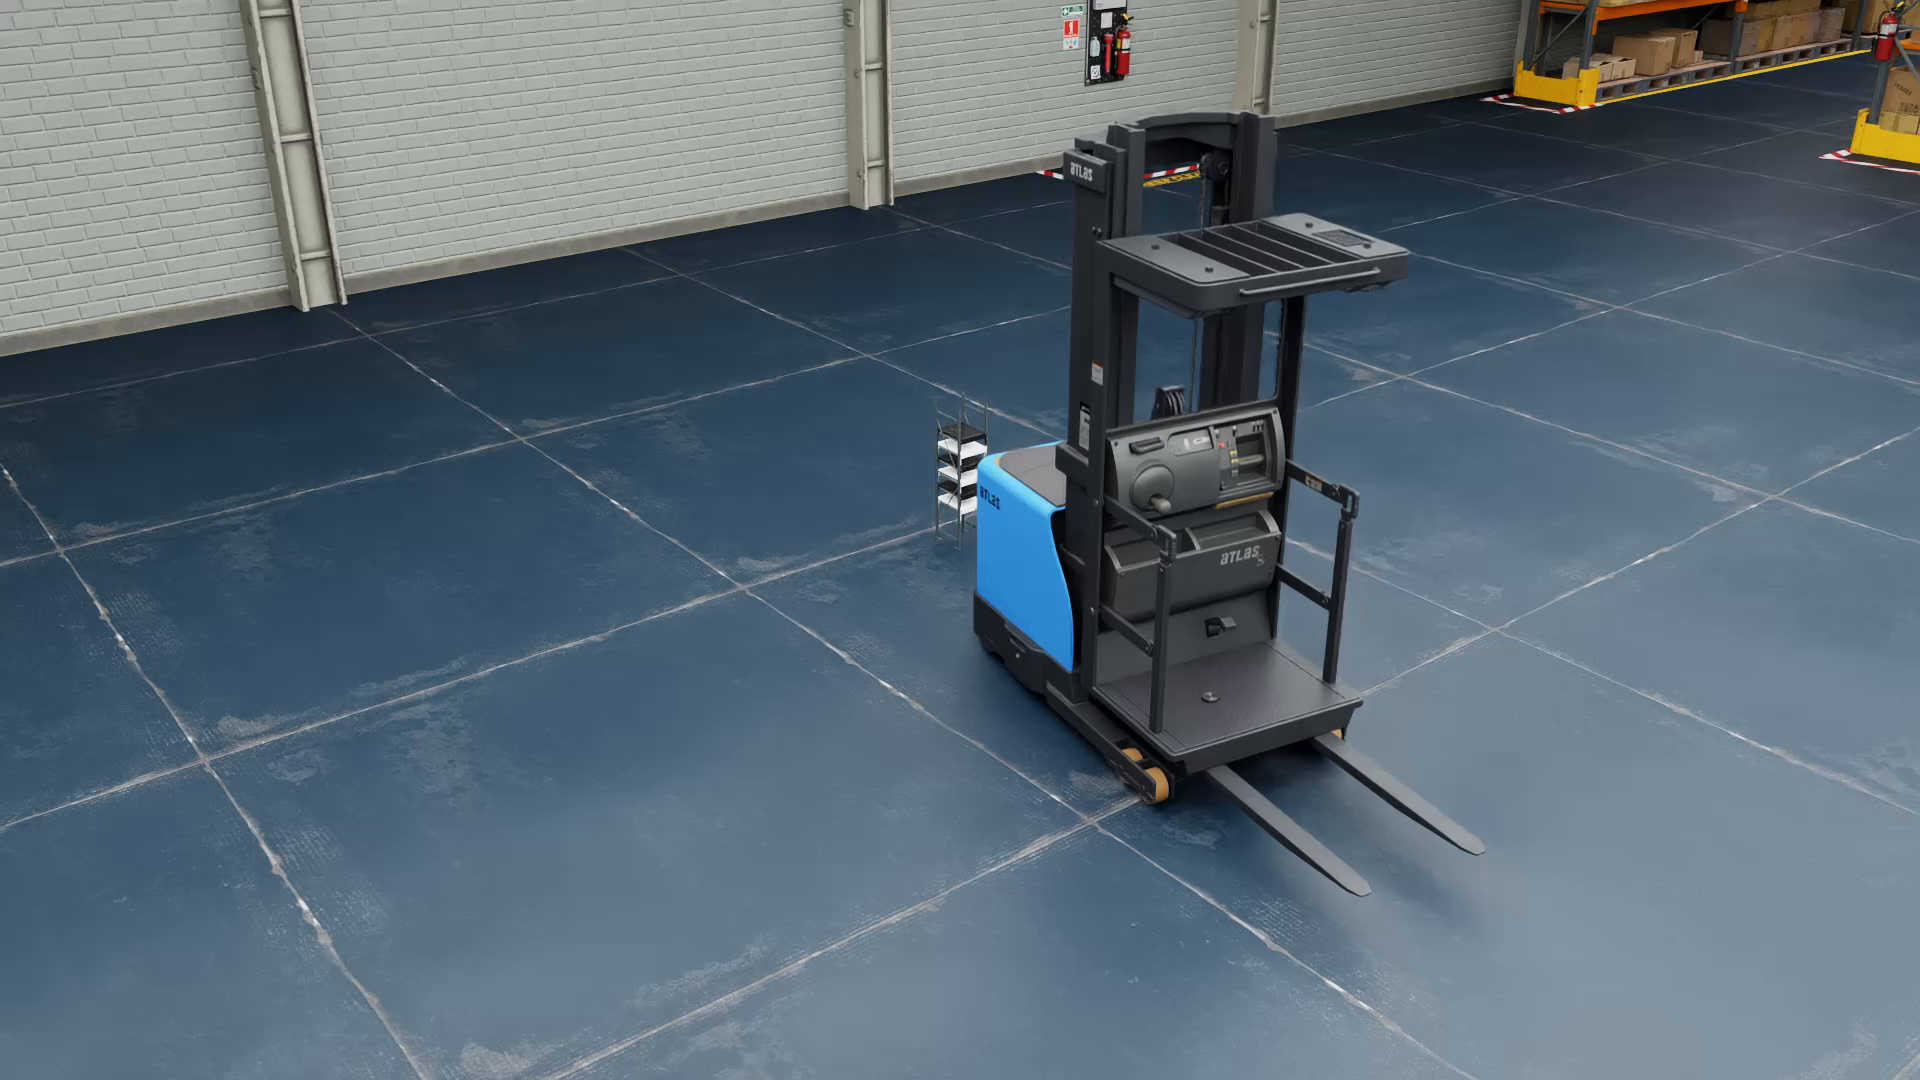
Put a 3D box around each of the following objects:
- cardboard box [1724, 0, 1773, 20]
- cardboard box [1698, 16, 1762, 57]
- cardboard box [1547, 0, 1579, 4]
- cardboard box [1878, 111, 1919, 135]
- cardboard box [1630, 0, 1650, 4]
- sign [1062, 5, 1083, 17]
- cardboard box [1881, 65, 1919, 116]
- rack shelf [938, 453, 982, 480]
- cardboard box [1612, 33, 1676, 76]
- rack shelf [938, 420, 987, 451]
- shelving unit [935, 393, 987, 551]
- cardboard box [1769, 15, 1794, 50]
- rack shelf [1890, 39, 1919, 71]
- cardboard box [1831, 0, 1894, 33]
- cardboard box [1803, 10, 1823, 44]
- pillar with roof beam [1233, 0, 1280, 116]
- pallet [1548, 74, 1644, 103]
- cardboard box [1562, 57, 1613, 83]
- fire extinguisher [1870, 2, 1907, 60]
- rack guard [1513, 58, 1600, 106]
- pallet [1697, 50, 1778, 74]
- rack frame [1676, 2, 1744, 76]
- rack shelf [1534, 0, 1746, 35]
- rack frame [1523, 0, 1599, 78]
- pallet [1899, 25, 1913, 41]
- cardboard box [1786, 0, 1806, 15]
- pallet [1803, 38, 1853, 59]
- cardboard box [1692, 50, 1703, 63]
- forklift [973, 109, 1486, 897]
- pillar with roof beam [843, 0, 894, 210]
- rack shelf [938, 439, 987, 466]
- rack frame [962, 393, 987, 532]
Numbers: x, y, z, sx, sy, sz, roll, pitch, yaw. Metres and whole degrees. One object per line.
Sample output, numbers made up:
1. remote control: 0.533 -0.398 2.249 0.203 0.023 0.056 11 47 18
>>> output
1. cardboard box: 12.520 -8.425 26.395 0.500 0.250 0.500 -19 31 -35
2. cardboard box: 12.175 -7.969 26.304 0.500 0.500 0.700 -17 30 -32
3. cardboard box: 8.707 -7.794 23.635 0.500 0.250 0.500 -18 30 -33
4. cardboard box: 11.758 -5.208 20.676 0.500 0.250 0.500 -18 31 -34
5. cardboard box: 9.438 -7.770 23.583 0.500 0.250 0.500 -19 31 -36
6. sign: 1.296 -6.093 19.144 0.331 0.109 0.001 -18 31 -34
7. cardboard box: 11.757 -5.549 20.519 0.500 0.500 0.500 -18 31 -34
8. rack shelf: 0.006 -0.462 10.041 0.200 0.077 0.258 -18 31 -34
9. cardboard box: 10.115 -7.205 24.659 0.500 0.500 0.700 -21 32 -37
10. rack shelf: 0.006 -0.625 9.965 0.200 0.077 0.258 -18 31 -34
11. shelving unit: 0.006 -0.410 10.065 0.210 0.900 0.258 -18 31 -34
12. cardboard box: 12.977 -8.239 26.886 0.500 0.500 0.700 -18 30 -33
13. rack shelf: 13.092 -6.221 20.945 4.000 0.370 1.077 -18 31 -34
14. cardboard box: 15.414 -9.109 28.368 0.750 0.750 0.750 -19 31 -35
15. cardboard box: 13.742 -8.512 27.474 0.500 0.500 0.700 -18 31 -34
16. pillar with roof beam: 6.411 -7.872 16.523 0.400 9.000 9.100 -18 31 -34
17. pallet: 9.180 -6.622 24.267 1.213 0.211 1.003 -18 31 -34
18. cardboard box: 9.059 -6.797 24.004 0.500 0.311 0.500 -23 33 -40
19. fire extinguisher: 11.139 -6.116 19.956 0.183 0.674 0.296 -18 31 -34
20. rack guard: 8.518 -6.553 23.777 0.348 0.500 1.175 -18 31 -34
21. pallet: 12.218 -7.644 26.471 1.213 0.211 1.003 -18 31 -34
22. rack frame: 11.606 -8.707 25.447 0.127 3.000 1.000 -18 31 -34
23. rack shelf: 10.032 -7.861 24.479 4.000 0.370 1.077 -18 31 -34
24. rack frame: 8.459 -7.668 23.208 0.127 3.000 1.000 -18 31 -34
25. pallet: 16.380 -8.976 29.339 1.213 0.211 1.003 -18 31 -34
26. cardboard box: 13.331 -8.685 26.956 0.500 0.250 0.500 -18 31 -34
27. pallet: 14.138 -8.278 27.836 1.213 0.211 1.003 -18 31 -34
28. cardboard box: 11.204 -7.472 25.630 0.380 0.166 0.250 22 33 39
29. forklift: 1.200 -0.332 7.484 1.130 2.935 3.031 -12 28 -25
30. pillar with roof beam: 1.689 -6.314 13.165 0.400 9.000 9.100 -18 31 -34
31. rack shelf: 0.006 -0.543 10.003 0.200 0.077 0.258 -18 31 -34
32. rack frame: 0.086 -0.437 10.122 0.006 0.900 0.240 -18 31 -34
